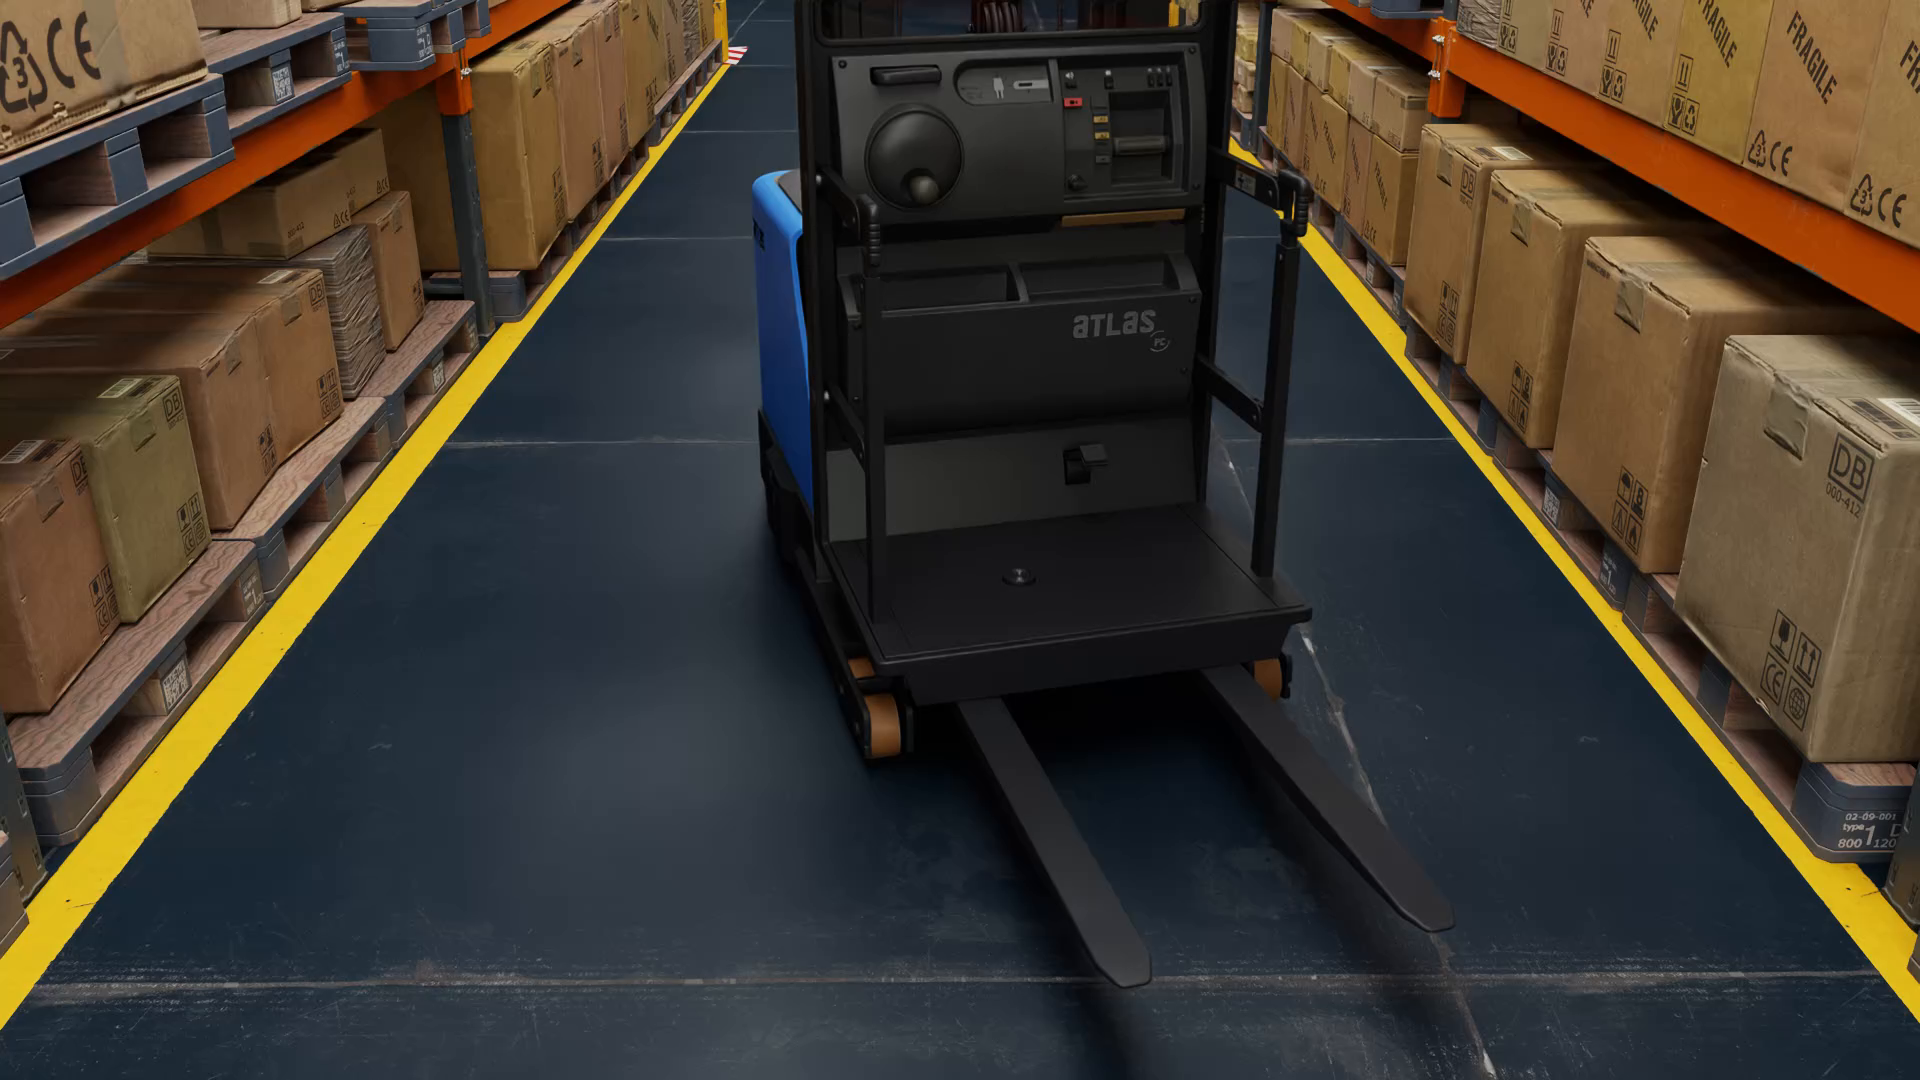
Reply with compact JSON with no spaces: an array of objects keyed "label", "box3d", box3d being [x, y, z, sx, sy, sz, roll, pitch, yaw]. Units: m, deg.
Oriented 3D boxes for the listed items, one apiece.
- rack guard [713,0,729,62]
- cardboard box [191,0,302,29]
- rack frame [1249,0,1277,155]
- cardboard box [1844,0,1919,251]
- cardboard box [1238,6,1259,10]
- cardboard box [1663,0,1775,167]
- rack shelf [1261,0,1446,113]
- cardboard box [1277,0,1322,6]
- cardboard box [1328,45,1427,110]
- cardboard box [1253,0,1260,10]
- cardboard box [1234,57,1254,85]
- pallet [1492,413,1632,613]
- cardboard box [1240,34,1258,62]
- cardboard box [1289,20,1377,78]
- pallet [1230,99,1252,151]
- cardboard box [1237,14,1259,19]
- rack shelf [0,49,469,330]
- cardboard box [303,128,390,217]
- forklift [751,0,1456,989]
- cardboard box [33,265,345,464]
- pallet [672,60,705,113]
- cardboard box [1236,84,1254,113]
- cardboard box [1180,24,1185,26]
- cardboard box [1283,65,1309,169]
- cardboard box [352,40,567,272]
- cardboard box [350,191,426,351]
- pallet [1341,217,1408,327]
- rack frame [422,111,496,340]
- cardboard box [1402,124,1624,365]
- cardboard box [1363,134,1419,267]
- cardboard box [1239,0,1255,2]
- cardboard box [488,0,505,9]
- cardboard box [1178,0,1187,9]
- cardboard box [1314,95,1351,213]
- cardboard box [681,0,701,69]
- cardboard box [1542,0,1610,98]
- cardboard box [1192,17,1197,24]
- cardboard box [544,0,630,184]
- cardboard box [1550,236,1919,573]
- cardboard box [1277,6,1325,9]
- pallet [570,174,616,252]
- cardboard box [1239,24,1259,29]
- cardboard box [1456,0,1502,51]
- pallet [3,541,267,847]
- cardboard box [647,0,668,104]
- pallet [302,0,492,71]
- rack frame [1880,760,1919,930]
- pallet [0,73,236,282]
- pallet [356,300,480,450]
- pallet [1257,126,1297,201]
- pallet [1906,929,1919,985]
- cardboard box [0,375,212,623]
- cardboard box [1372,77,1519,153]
[{"label":"rack guard","box3d":[-2.615,-4.419,14.414,1.175,0.500,0.348,0,24,-1]},{"label":"cardboard box","box3d":[-2.239,-1.696,5.012,0.396,0.266,0.258,-1,24,-2]},{"label":"rack frame","box3d":[2.390,-3.880,10.189,1.000,3.000,0.127,0,24,-1]},{"label":"cardboard box","box3d":[2.204,-0.843,3.353,0.500,0.500,0.500,0,24,-1]},{"label":"cardboard box","box3d":[2.047,-3.932,12.532,0.380,0.149,0.250,0,24,0]},{"label":"cardboard box","box3d":[2.193,-1.260,4.274,0.500,0.500,0.500,0,24,0]},{"label":"rack shelf","box3d":[2.412,-2.728,8.515,1.077,0.370,4.000,0,24,-1]},{"label":"cardboard box","box3d":[2.620,-4.158,13.032,0.380,0.149,0.250,-1,24,-3]},{"label":"cardboard box","box3d":[2.158,-2.324,8.363,0.500,0.250,0.500,0,24,1]},{"label":"cardboard box","box3d":[2.551,-4.371,13.503,0.380,0.149,0.250,0,24,0]},{"label":"cardboard box","box3d":[2.053,-3.148,11.159,0.380,0.149,0.250,-1,24,-3]},{"label":"pallet","box3d":[2.377,-0.135,5.292,1.003,0.211,1.213,0,24,-1]},{"label":"cardboard box","box3d":[2.084,-3.294,11.122,0.380,0.149,0.250,0,24,0]},{"label":"cardboard box","box3d":[2.142,-2.749,9.302,0.500,0.250,0.500,0,24,1]},{"label":"pallet","box3d":[2.347,-2.886,11.376,1.003,0.211,1.213,0,24,-1]},{"label":"cardboard box","box3d":[2.038,-3.726,12.077,0.380,0.149,0.250,-1,24,-2]},{"label":"rack shelf","box3d":[-2.505,-1.099,4.914,1.077,0.370,4.000,0,24,-1]},{"label":"cardboard box","box3d":[-2.490,-1.379,6.248,0.500,0.250,0.500,1,24,2]},{"label":"forklift","box3d":[0.213,-0.976,3.852,1.130,2.935,3.031,-6,25,-14]},{"label":"cardboard box","box3d":[-2.468,-0.575,5.380,0.700,0.500,0.500,2,24,4]},{"label":"pallet","box3d":[-2.517,-3.447,12.615,1.003,0.211,1.213,0,24,-1]},{"label":"cardboard box","box3d":[2.045,-2.933,11.044,0.380,0.149,0.250,0,24,0]},{"label":"cardboard box","box3d":[2.032,-4.204,13.854,0.380,0.149,0.250,0,24,1]},{"label":"cardboard box","box3d":[2.140,-2.409,9.460,0.500,0.500,0.500,1,24,2]},{"label":"cardboard box","box3d":[-2.514,-1.759,7.568,1.225,0.875,0.875,-1,24,-3]},{"label":"cardboard box","box3d":[-2.500,-1.037,6.402,0.700,0.500,0.500,-2,24,-3]},{"label":"pallet","box3d":[2.427,-1.283,7.832,1.003,0.211,1.213,0,24,-1]},{"label":"rack frame","box3d":[-2.527,-2.251,6.588,1.000,3.000,0.127,0,24,-1]},{"label":"cardboard box","box3d":[2.350,-1.147,6.366,1.050,0.750,0.750,-1,24,-1]},{"label":"cardboard box","box3d":[2.165,-1.554,7.571,0.500,0.500,0.500,0,24,-1]},{"label":"cardboard box","box3d":[2.096,-4.155,13.025,0.380,0.149,0.250,-1,24,-3]},{"label":"cardboard box","box3d":[-2.260,-2.498,7.013,0.500,0.500,0.500,0,24,1]},{"label":"cardboard box","box3d":[2.013,-4.475,13.731,0.380,0.149,0.250,-1,24,-3]},{"label":"cardboard box","box3d":[2.141,-1.986,8.525,0.500,0.500,0.500,-1,24,-3]},{"label":"cardboard box","box3d":[-2.517,-4.133,12.816,0.875,0.875,0.875,0,24,-1]},{"label":"cardboard box","box3d":[2.182,-1.674,5.190,0.500,0.500,0.500,0,24,-1]},{"label":"cardboard box","box3d":[2.028,-4.020,13.086,0.380,0.149,0.250,0,24,1]},{"label":"cardboard box","box3d":[-2.533,-2.491,9.186,1.225,0.875,0.875,-1,24,-2]},{"label":"cardboard box","box3d":[2.374,-0.403,4.721,1.050,0.750,0.750,0,24,-1]},{"label":"cardboard box","box3d":[2.571,-3.938,12.546,0.380,0.149,0.250,-1,24,-2]},{"label":"pallet","box3d":[-2.471,-1.807,8.990,1.003,0.211,1.213,0,24,-1]},{"label":"cardboard box","box3d":[2.149,-3.504,11.586,0.380,0.149,0.250,1,24,1]},{"label":"cardboard box","box3d":[2.169,-2.091,6.113,0.500,0.500,0.500,0,24,0]},{"label":"pallet","box3d":[-2.493,0.347,4.227,1.003,0.211,1.213,0,24,-1]},{"label":"cardboard box","box3d":[-2.498,-3.395,11.186,0.875,0.875,0.875,0,24,-1]},{"label":"pallet","box3d":[-2.413,-1.871,5.979,1.213,0.211,1.003,0,24,-1]},{"label":"rack frame","box3d":[2.477,-0.584,2.901,1.000,3.000,0.127,0,24,-1]},{"label":"pallet","box3d":[-2.346,-0.831,3.681,1.003,0.211,1.213,0,24,-1]},{"label":"pallet","box3d":[-2.520,-0.659,6.450,1.003,0.211,1.213,0,24,-1]},{"label":"pallet","box3d":[2.400,-2.289,10.055,1.003,0.211,1.213,0,24,-1]},{"label":"pallet","box3d":[2.408,1.001,2.782,1.003,0.211,1.213,0,24,-1]},{"label":"cardboard box","box3d":[-2.455,-0.114,4.362,0.700,0.500,0.500,0,24,-1]},{"label":"cardboard box","box3d":[2.164,-1.907,7.440,0.500,0.250,0.500,-1,24,-2]}]
